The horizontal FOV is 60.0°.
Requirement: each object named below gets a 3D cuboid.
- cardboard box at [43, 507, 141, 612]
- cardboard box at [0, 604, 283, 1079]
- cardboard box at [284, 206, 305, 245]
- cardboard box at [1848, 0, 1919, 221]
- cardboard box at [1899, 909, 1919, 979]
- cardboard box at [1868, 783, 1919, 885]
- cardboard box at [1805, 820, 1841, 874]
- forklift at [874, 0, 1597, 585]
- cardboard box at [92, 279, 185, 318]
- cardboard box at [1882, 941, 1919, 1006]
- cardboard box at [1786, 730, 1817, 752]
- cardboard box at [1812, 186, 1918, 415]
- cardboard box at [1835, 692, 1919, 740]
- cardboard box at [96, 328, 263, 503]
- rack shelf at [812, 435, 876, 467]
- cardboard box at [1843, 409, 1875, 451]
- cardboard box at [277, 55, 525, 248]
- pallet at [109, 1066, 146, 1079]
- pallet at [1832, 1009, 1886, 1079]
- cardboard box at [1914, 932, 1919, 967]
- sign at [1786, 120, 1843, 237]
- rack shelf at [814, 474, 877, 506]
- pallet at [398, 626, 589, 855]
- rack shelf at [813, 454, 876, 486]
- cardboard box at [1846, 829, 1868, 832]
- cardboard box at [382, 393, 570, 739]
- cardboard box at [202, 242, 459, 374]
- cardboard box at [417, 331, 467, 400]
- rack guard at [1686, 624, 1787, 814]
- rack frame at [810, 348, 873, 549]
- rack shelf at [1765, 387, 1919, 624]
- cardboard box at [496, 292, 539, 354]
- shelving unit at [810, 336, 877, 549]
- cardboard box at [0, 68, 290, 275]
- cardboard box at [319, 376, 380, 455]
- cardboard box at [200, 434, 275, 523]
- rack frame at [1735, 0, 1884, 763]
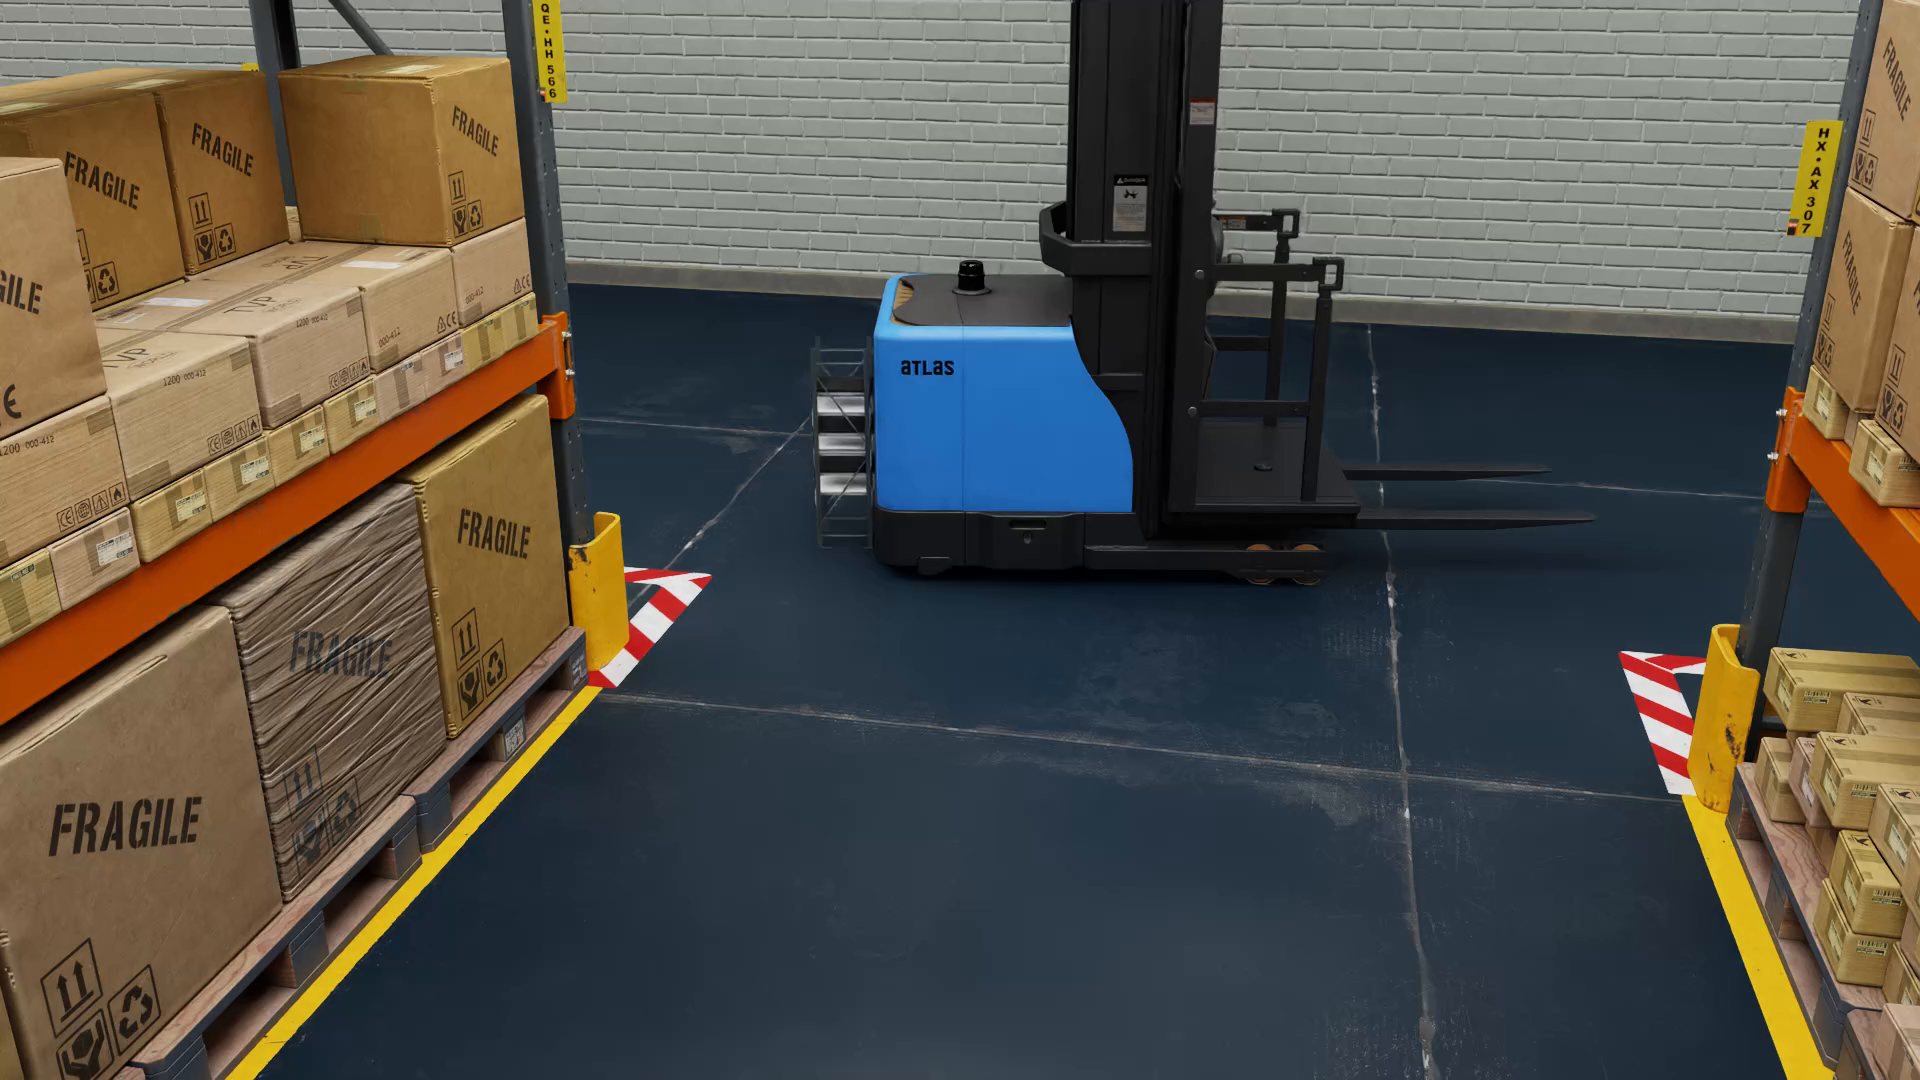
[{"bbox_3d":[-2.038,0.025,3.613,0.380,0.149,0.250,5,22,12],"label":"cardboard box"},{"bbox_3d":[-2.291,0.692,3.903,0.875,0.875,0.875,4,22,11],"label":"cardboard box"},{"bbox_3d":[-2.234,-0.911,5.403,0.500,0.250,0.500,4,22,9],"label":"cardboard box"},{"bbox_3d":[2.612,-1.087,4.167,0.500,0.500,0.500,4,22,11],"label":"cardboard box"},{"bbox_3d":[2.411,0.961,3.808,0.380,0.149,0.250,3,22,8],"label":"cardboard box"},{"bbox_3d":[2.439,0.724,3.998,0.380,0.149,0.250,3,22,8],"label":"cardboard box"},{"bbox_3d":[2.570,0.814,4.571,0.380,0.149,0.250,4,22,11],"label":"cardboard box"},{"bbox_3d":[1.164,-1.373,6.839,3.031,2.935,1.130,0,22,1],"label":"forklift"},{"bbox_3d":[-2.440,-0.537,4.474,0.500,0.250,0.500,4,22,9],"label":"cardboard box"},{"bbox_3d":[2.408,1.091,3.883,0.380,0.149,0.250,5,22,11],"label":"cardboard box"},{"bbox_3d":[2.605,0.579,4.756,0.380,0.149,0.250,5,23,13],"label":"cardboard box"},{"bbox_3d":[2.601,-0.624,4.355,0.500,0.500,0.500,6,23,13],"label":"cardboard box"},{"bbox_3d":[2.585,0.545,4.443,0.380,0.149,0.250,5,22,12],"label":"cardboard box"},{"bbox_3d":[-2.021,-0.306,3.901,0.500,0.250,0.500,4,22,11],"label":"cardboard box"},{"bbox_3d":[-0.500,-0.387,7.198,0.258,0.077,0.200,0,22,1],"label":"rack shelf"},{"bbox_3d":[2.565,-0.276,4.361,0.380,0.149,0.250,5,23,13],"label":"cardboard box"},{"bbox_3d":[-1.714,-1.216,5.156,0.500,0.500,0.500,5,22,12],"label":"cardboard box"},{"bbox_3d":[-2.456,1.487,3.380,1.003,0.211,1.213,4,22,11],"label":"pallet"},{"bbox_3d":[2.496,1.478,3.401,1.003,0.211,1.213,4,22,11],"label":"pallet"},{"bbox_3d":[2.275,0.918,3.518,0.380,0.149,0.250,5,22,12],"label":"cardboard box"},{"bbox_3d":[2.432,-1.025,4.726,0.100,0.325,0.005,4,22,11],"label":"sign"},{"bbox_3d":[-0.500,-0.220,7.265,0.258,0.077,0.200,0,22,1],"label":"rack shelf"},{"bbox_3d":[-1.958,0.594,5.596,1.003,0.211,1.213,4,22,11],"label":"pallet"},{"bbox_3d":[-0.500,-0.304,7.232,0.258,0.077,0.200,0,22,1],"label":"rack shelf"},{"bbox_3d":[2.531,0.771,4.279,0.380,0.149,0.250,5,22,12],"label":"cardboard box"},{"bbox_3d":[-1.924,0.033,5.538,0.875,0.875,0.875,4,22,11],"label":"cardboard box"},{"bbox_3d":[-1.815,-0.683,4.837,0.500,0.250,0.500,4,22,10],"label":"cardboard box"},{"bbox_3d":[-1.726,-0.538,5.012,0.380,0.149,0.250,5,22,11],"label":"cardboard box"},{"bbox_3d":[2.948,0.605,5.183,1.175,0.500,0.348,4,22,11],"label":"rack guard"},{"bbox_3d":[-0.502,-0.380,7.091,0.240,0.900,0.006,0,22,1],"label":"rack frame"},{"bbox_3d":[2.555,0.483,3.103,1.077,0.370,4.000,4,22,11],"label":"rack shelf"},{"bbox_3d":[-1.622,-0.726,5.477,0.380,0.149,0.250,5,22,12],"label":"cardboard box"},{"bbox_3d":[-0.500,-0.418,7.186,0.258,0.900,0.210,0,22,1],"label":"shelving unit"},{"bbox_3d":[-2.336,-1.076,4.809,0.500,0.500,0.500,4,22,10],"label":"cardboard box"},{"bbox_3d":[-1.829,-0.352,4.549,0.380,0.149,0.250,4,22,10],"label":"cardboard box"},{"bbox_3d":[-1.934,-0.167,4.089,0.380,0.149,0.250,5,22,12],"label":"cardboard box"},{"bbox_3d":[2.963,-0.583,4.785,1.000,3.000,0.127,4,22,11],"label":"rack frame"}]
